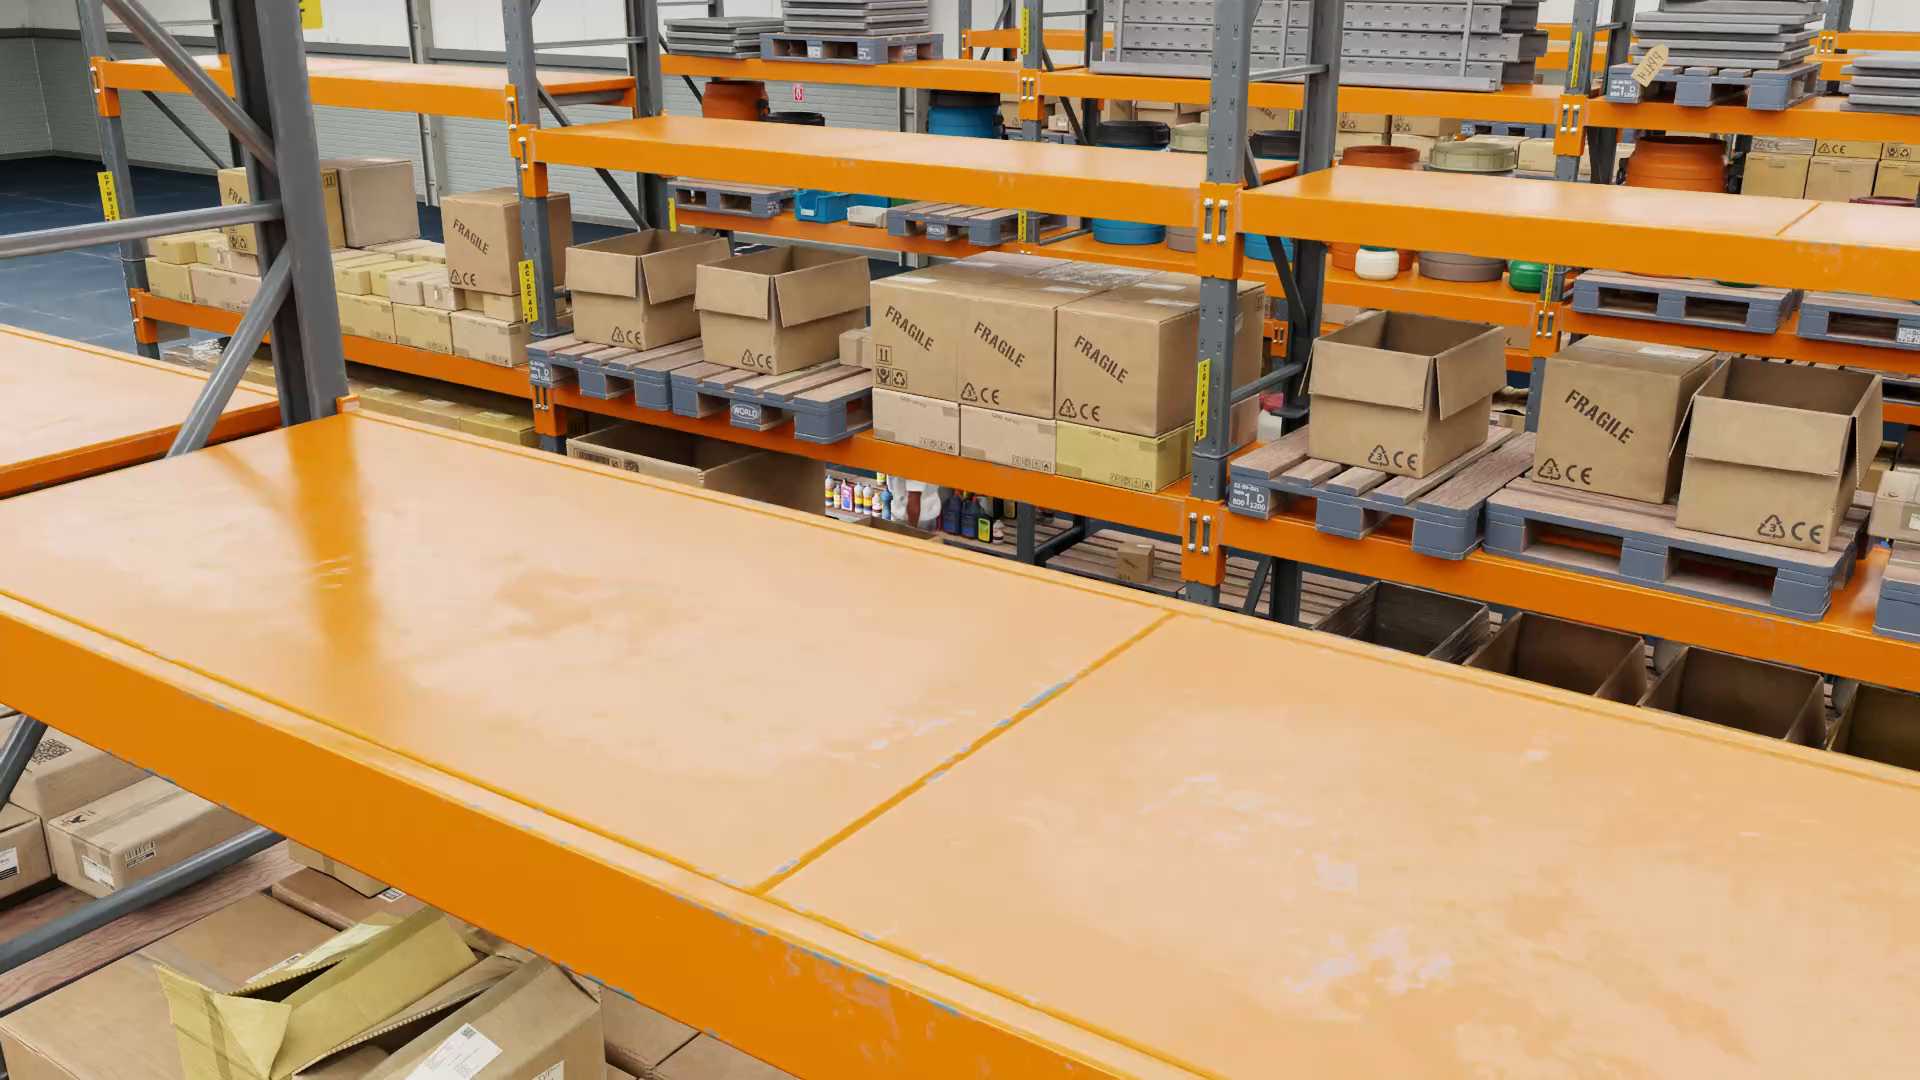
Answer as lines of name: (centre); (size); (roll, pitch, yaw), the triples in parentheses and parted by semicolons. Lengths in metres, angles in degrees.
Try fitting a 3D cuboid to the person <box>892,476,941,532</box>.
person: (-0.314, -0.180, 12.740); (0.831, 1.742, 0.624); (10, 22, 27)
